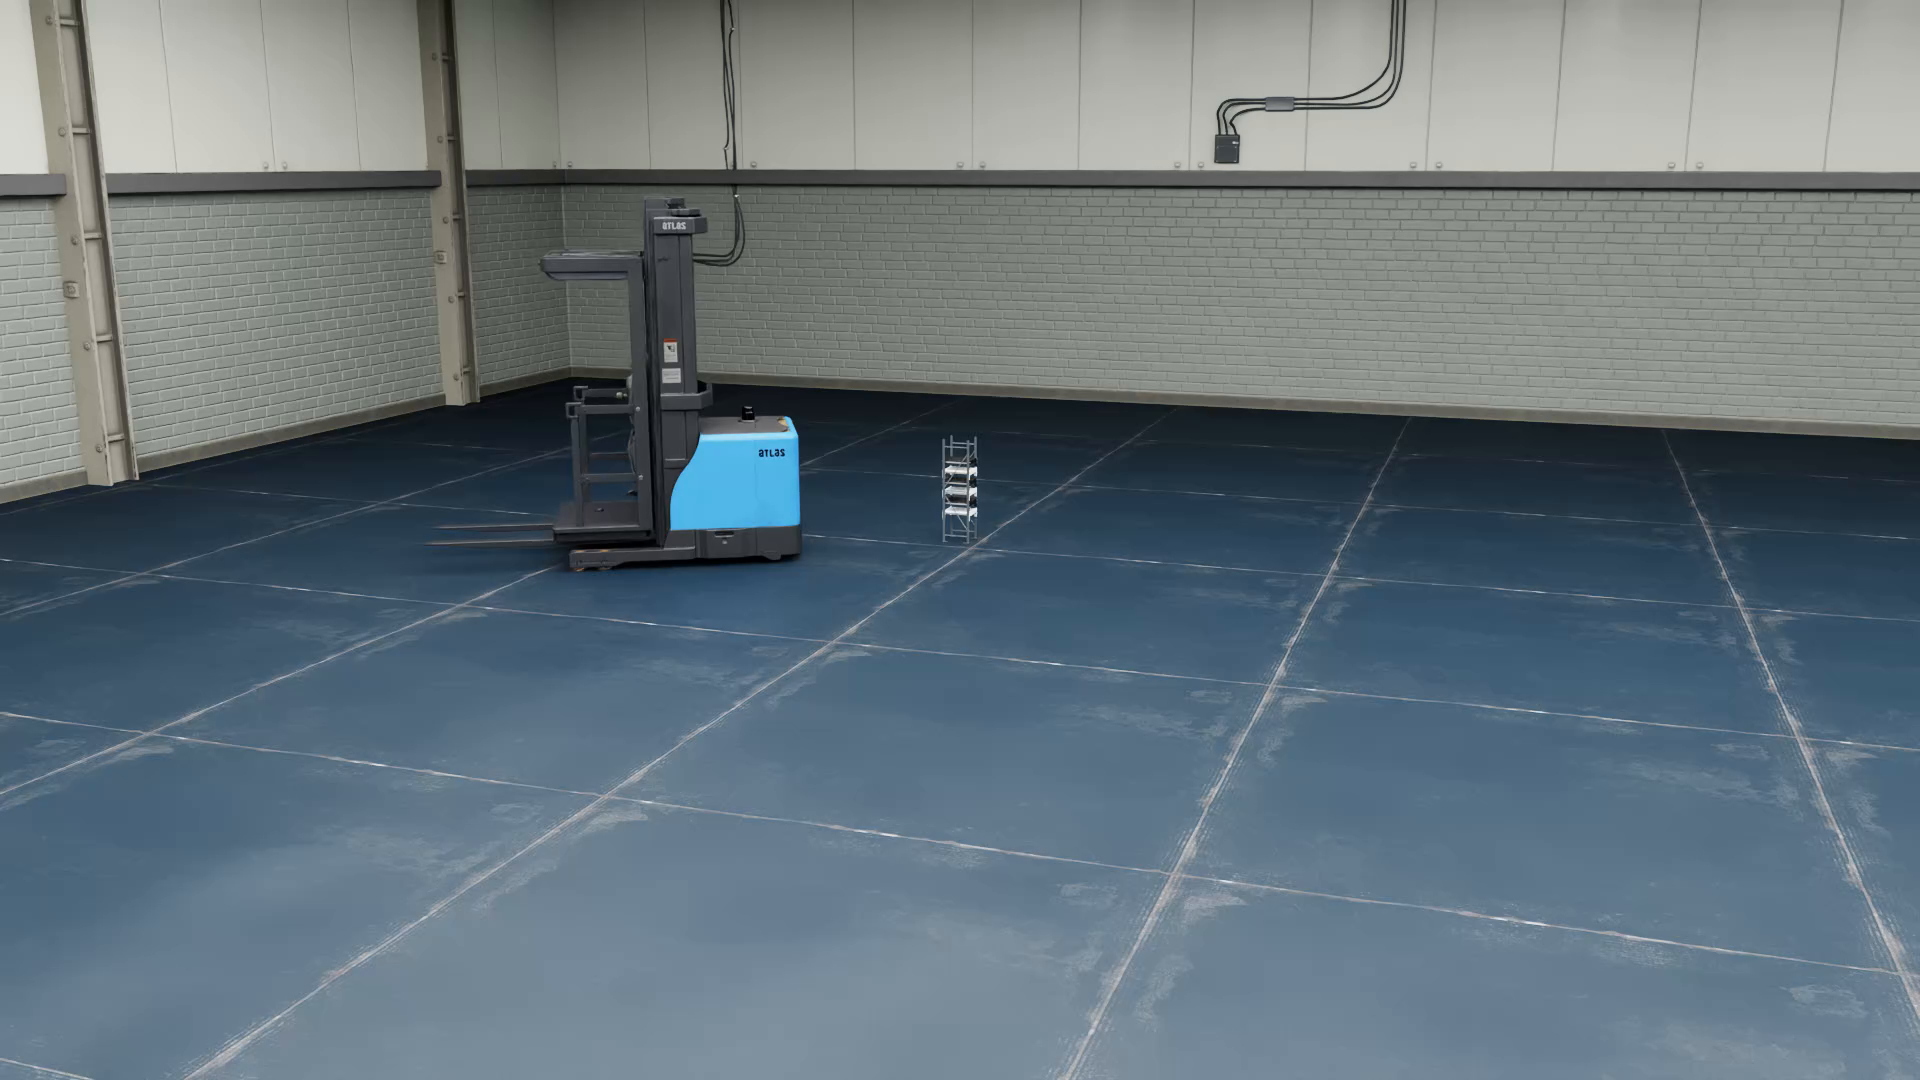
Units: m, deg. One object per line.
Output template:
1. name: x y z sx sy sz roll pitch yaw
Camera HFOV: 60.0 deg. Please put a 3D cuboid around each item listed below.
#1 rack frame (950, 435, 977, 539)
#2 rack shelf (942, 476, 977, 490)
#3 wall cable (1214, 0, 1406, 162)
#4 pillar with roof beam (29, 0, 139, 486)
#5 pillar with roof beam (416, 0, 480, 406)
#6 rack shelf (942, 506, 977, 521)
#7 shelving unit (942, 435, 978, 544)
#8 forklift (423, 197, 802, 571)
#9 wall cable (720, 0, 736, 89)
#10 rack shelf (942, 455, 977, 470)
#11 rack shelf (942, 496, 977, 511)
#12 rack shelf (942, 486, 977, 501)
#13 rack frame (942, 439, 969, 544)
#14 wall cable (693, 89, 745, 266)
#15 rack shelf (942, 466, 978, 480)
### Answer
1. rack frame: 0.030 -0.458 14.474 0.240 0.900 0.006 4 14 18
2. rack shelf: -0.003 -0.492 14.368 0.258 0.077 0.200 4 14 18
3. wall cable: 4.400 -7.748 20.571 2.305 6.003 0.169 4 14 18
4. pillar with roof beam: -4.650 -4.679 14.765 9.100 9.000 0.400 4 14 18
5. pillar with roof beam: -2.709 -5.942 20.300 9.100 9.000 0.400 4 14 18
6. rack shelf: -0.003 -0.229 14.428 0.258 0.077 0.200 4 14 18
7. shelving unit: -0.003 -0.437 14.380 0.258 0.900 0.210 4 14 18
8. forklift: -2.868 -1.304 13.614 3.031 2.935 1.130 -2 13 -9
9. wall cable: -2.018 -7.531 22.889 3.097 2.526 0.112 4 14 18
10. rack shelf: -0.003 -0.668 14.328 0.258 0.077 0.200 4 14 18
11. rack shelf: -0.003 -0.317 14.408 0.258 0.077 0.200 4 14 18
12. rack shelf: -0.003 -0.405 14.388 0.258 0.077 0.200 4 14 18
13. rack frame: -0.036 -0.416 14.287 0.240 0.900 0.006 4 14 18
14. wall cable: -4.578 -5.263 24.304 3.097 2.526 0.112 4 14 18
15. rack shelf: -0.003 -0.580 14.348 0.258 0.077 0.200 4 14 18
